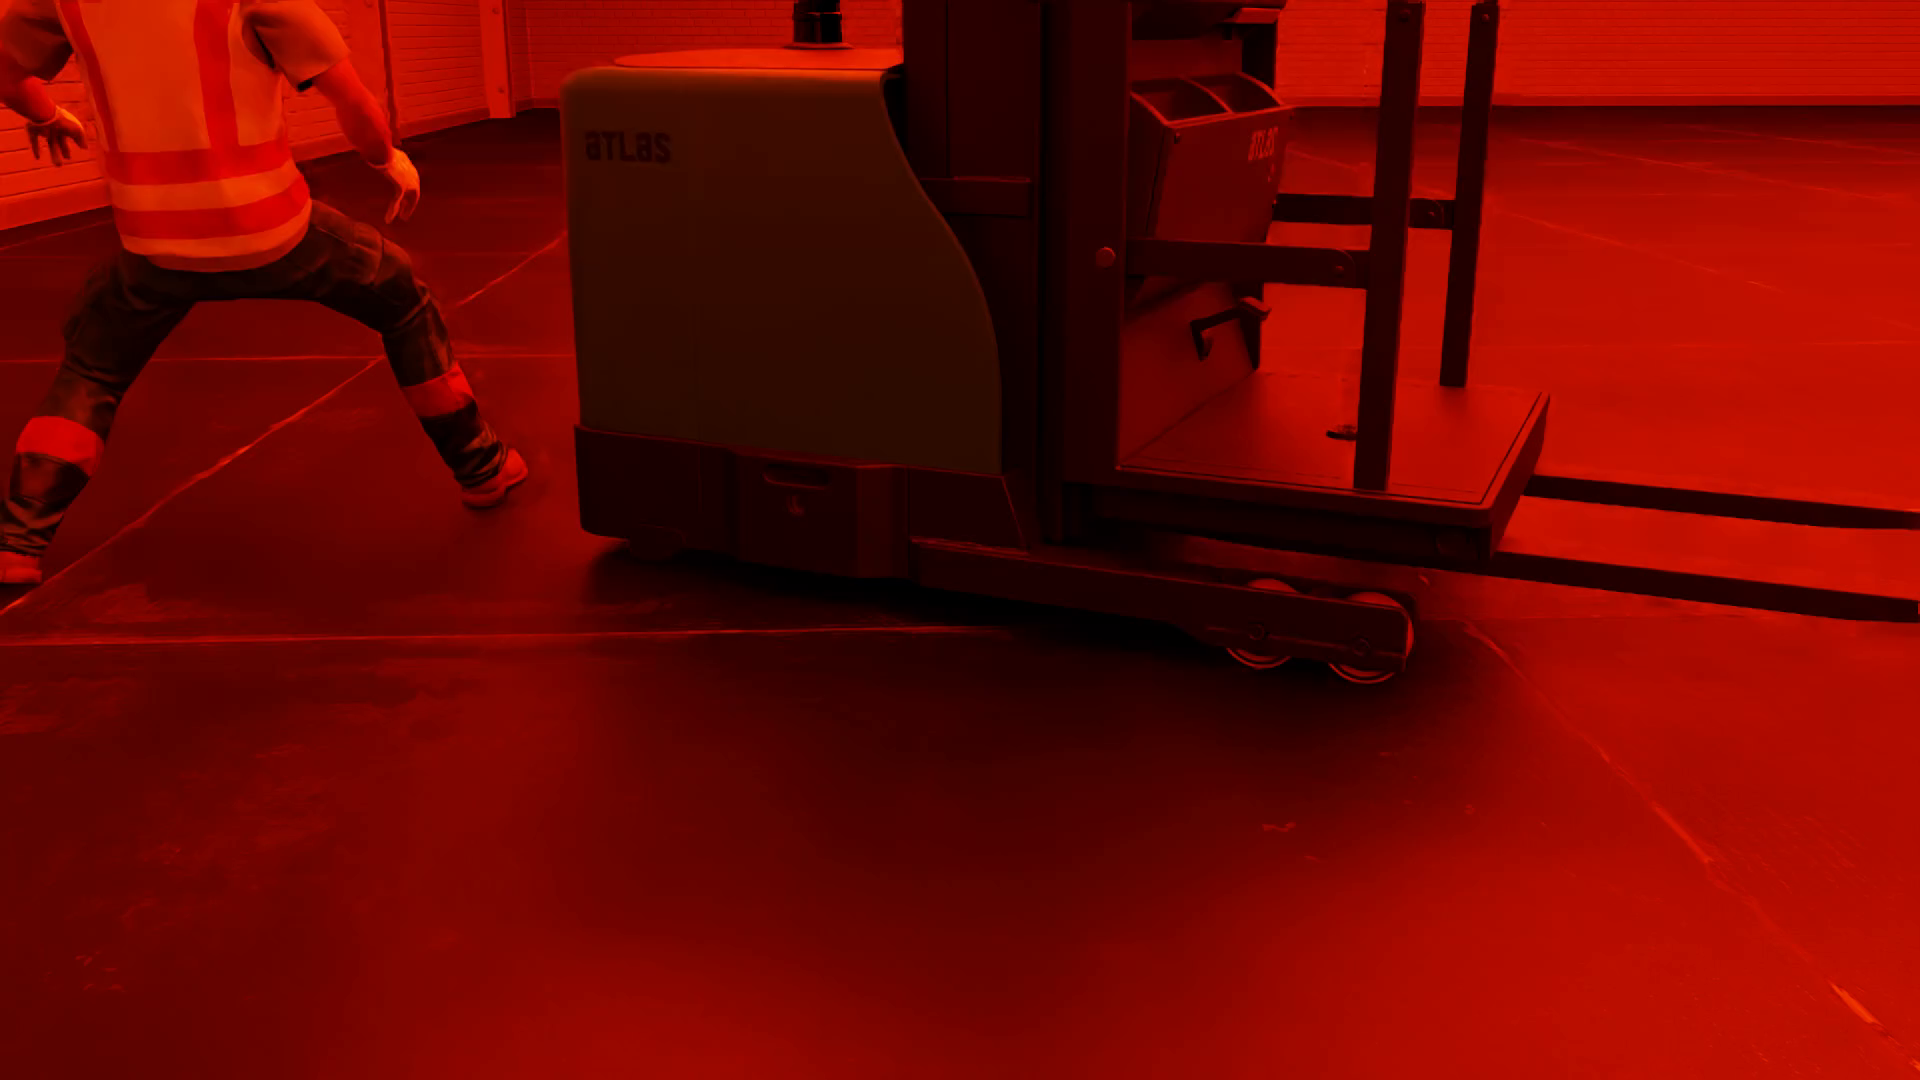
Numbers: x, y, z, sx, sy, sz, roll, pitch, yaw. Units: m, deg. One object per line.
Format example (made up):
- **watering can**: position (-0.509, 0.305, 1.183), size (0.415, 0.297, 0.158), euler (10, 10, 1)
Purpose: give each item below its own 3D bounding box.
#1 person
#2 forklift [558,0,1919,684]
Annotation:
- **person**: position (-1.653, -0.762, 3.729), size (1.042, 1.608, 0.995), euler (0, 17, 1)
- **forklift**: position (0.698, -1.314, 3.202), size (3.031, 2.935, 1.130), euler (7, 19, 23)
